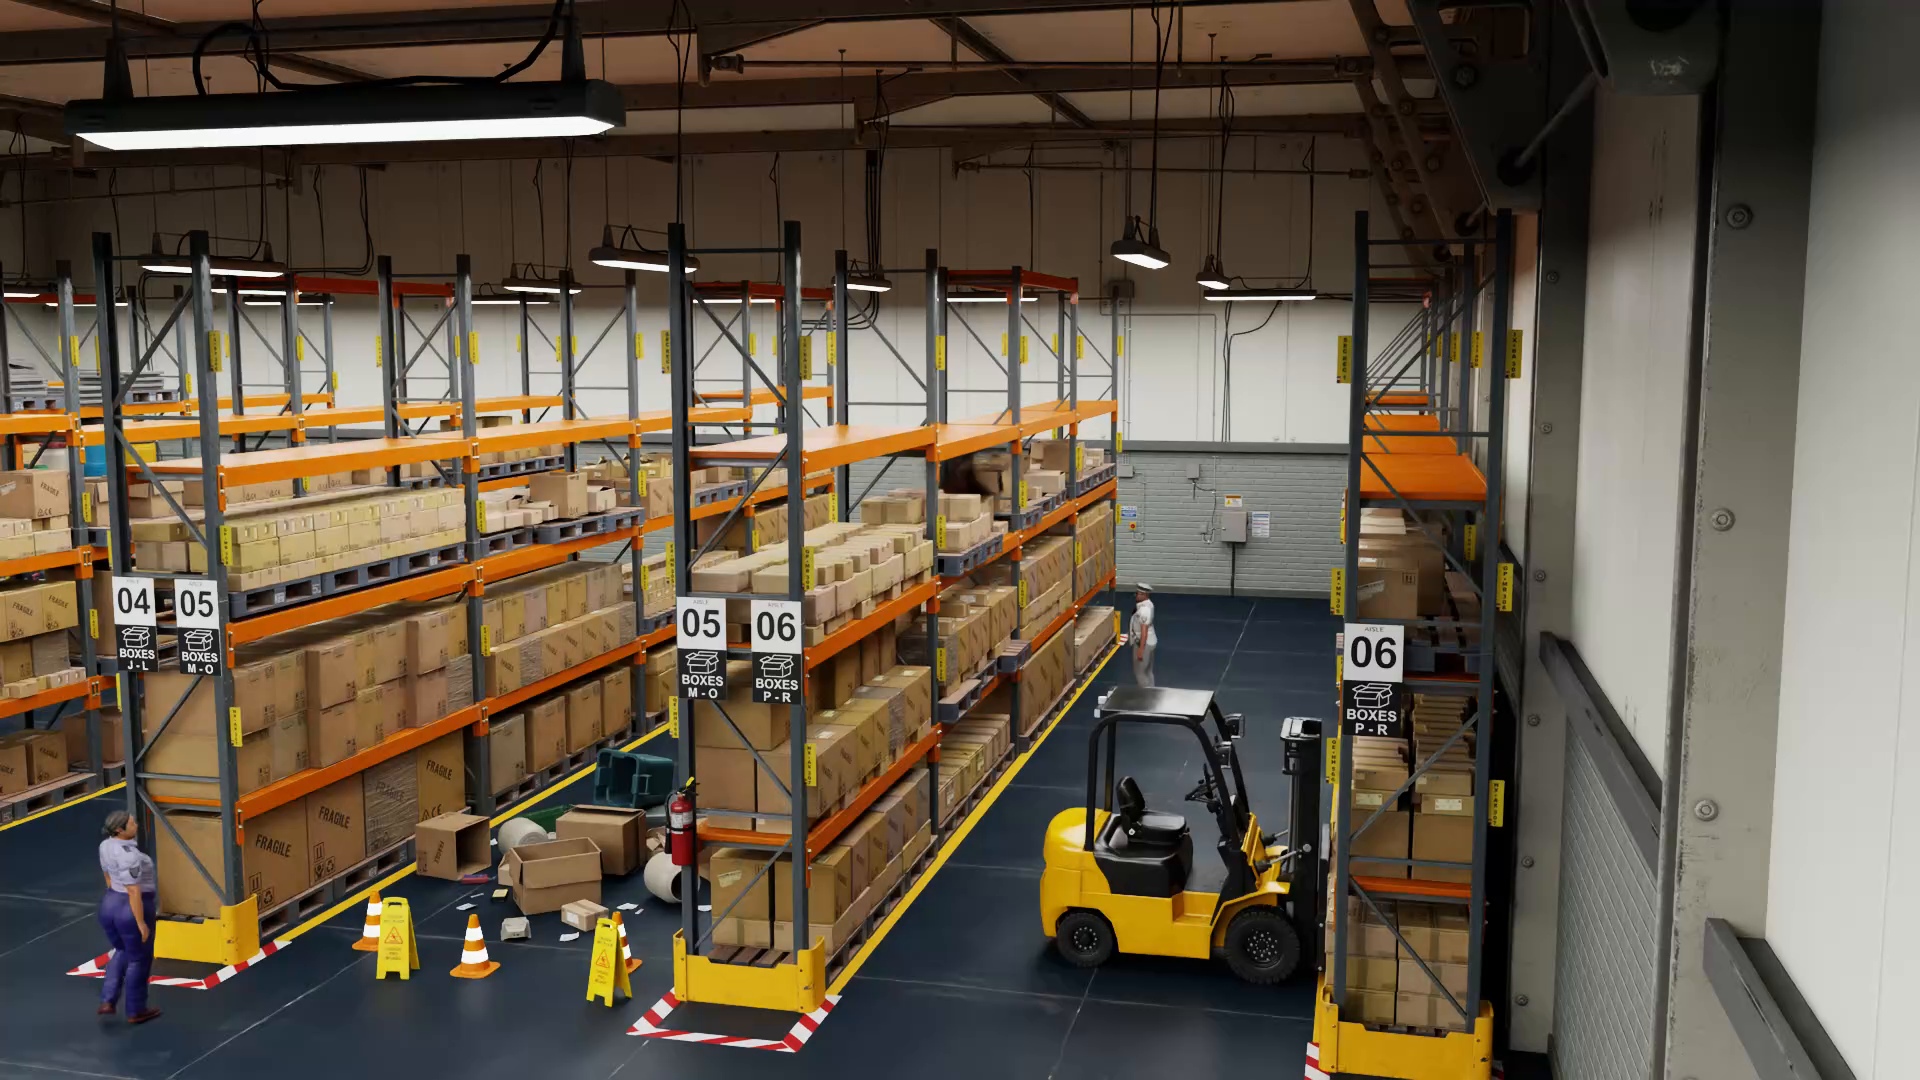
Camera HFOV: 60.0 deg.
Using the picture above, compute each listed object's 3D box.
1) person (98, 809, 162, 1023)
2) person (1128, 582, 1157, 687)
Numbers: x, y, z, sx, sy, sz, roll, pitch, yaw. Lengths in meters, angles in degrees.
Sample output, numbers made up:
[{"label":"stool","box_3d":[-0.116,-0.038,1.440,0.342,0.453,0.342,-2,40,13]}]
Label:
[{"label":"person","box_3d":[-6.276,2.867,12.531,0.527,1.583,0.438,3,8,25]},{"label":"person","box_3d":[2.540,1.467,23.147,0.401,1.772,0.618,2,7,15]}]
